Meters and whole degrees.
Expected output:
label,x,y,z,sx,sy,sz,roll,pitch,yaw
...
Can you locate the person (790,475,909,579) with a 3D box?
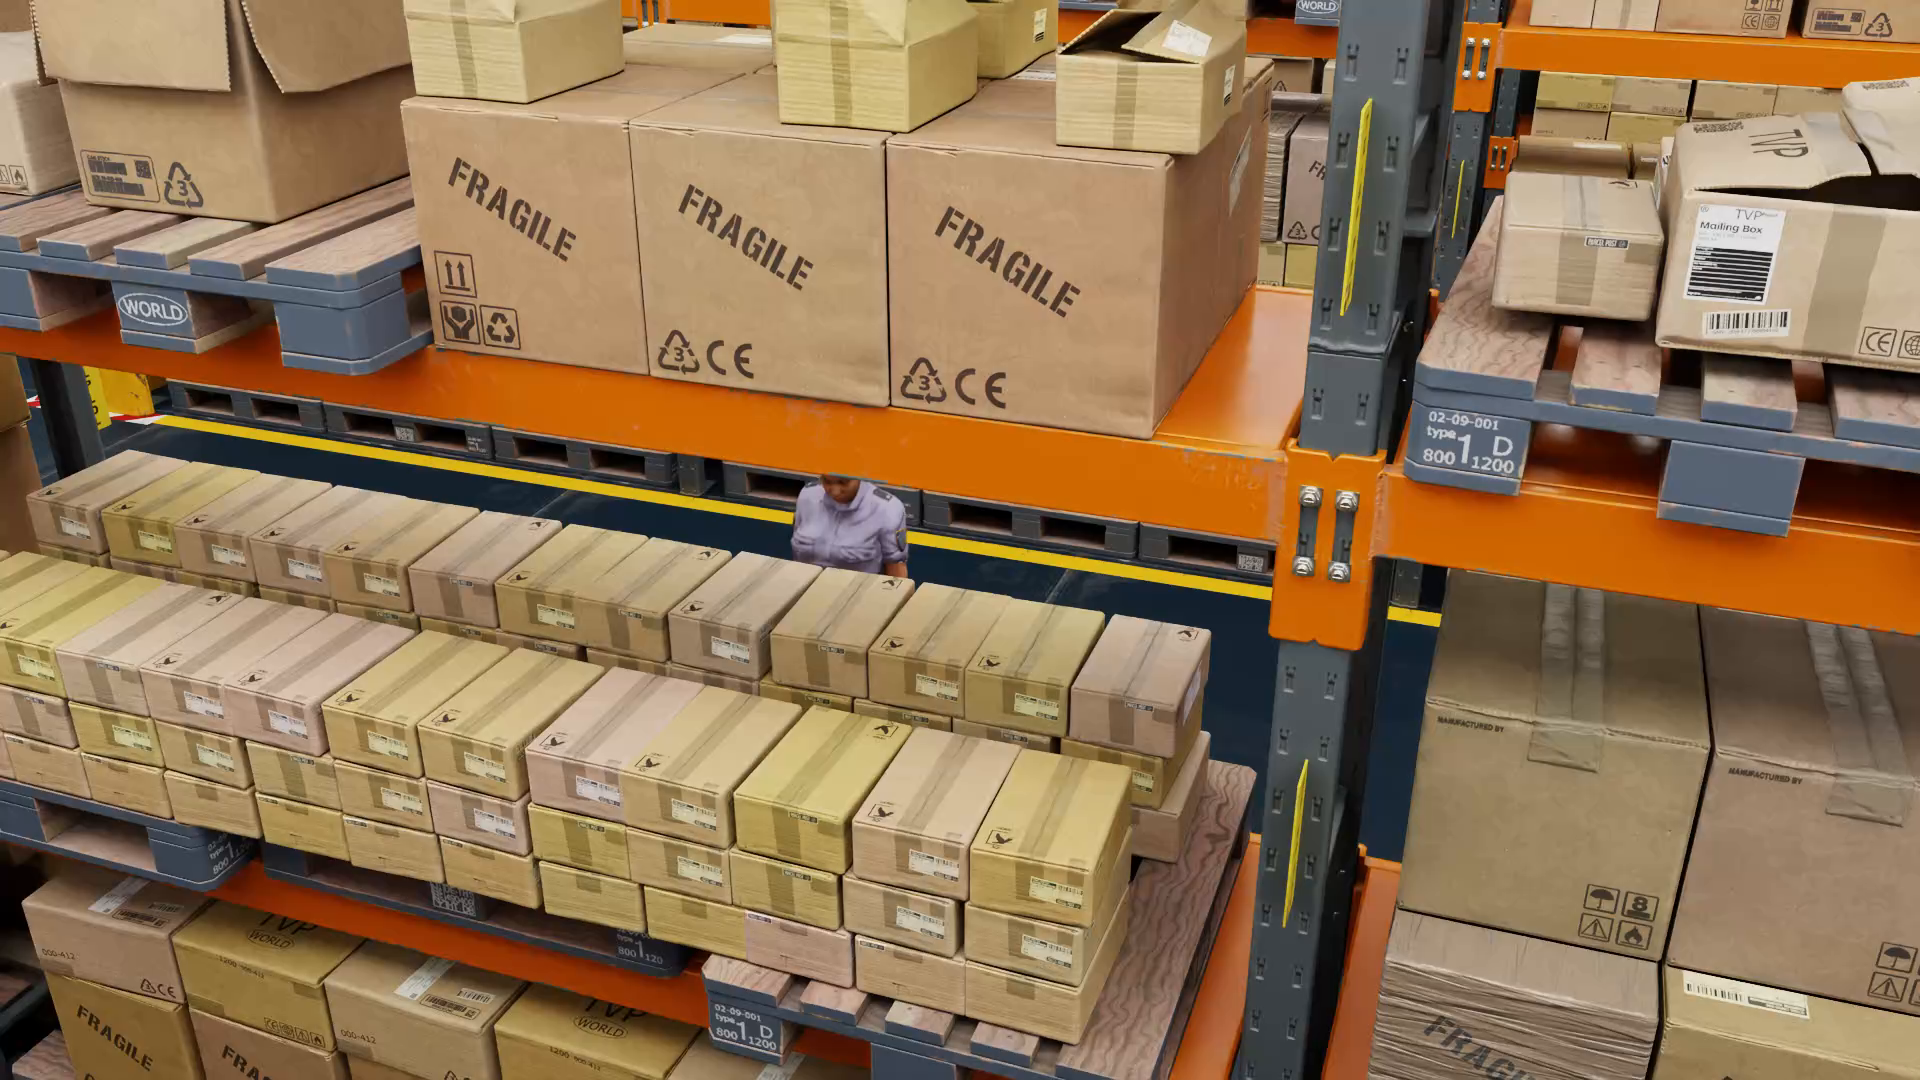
label,x,y,z,sx,sy,sz,roll,pitch,yaw
person,-0.425,0.343,6.449,0.473,1.640,0.342,9,27,19
